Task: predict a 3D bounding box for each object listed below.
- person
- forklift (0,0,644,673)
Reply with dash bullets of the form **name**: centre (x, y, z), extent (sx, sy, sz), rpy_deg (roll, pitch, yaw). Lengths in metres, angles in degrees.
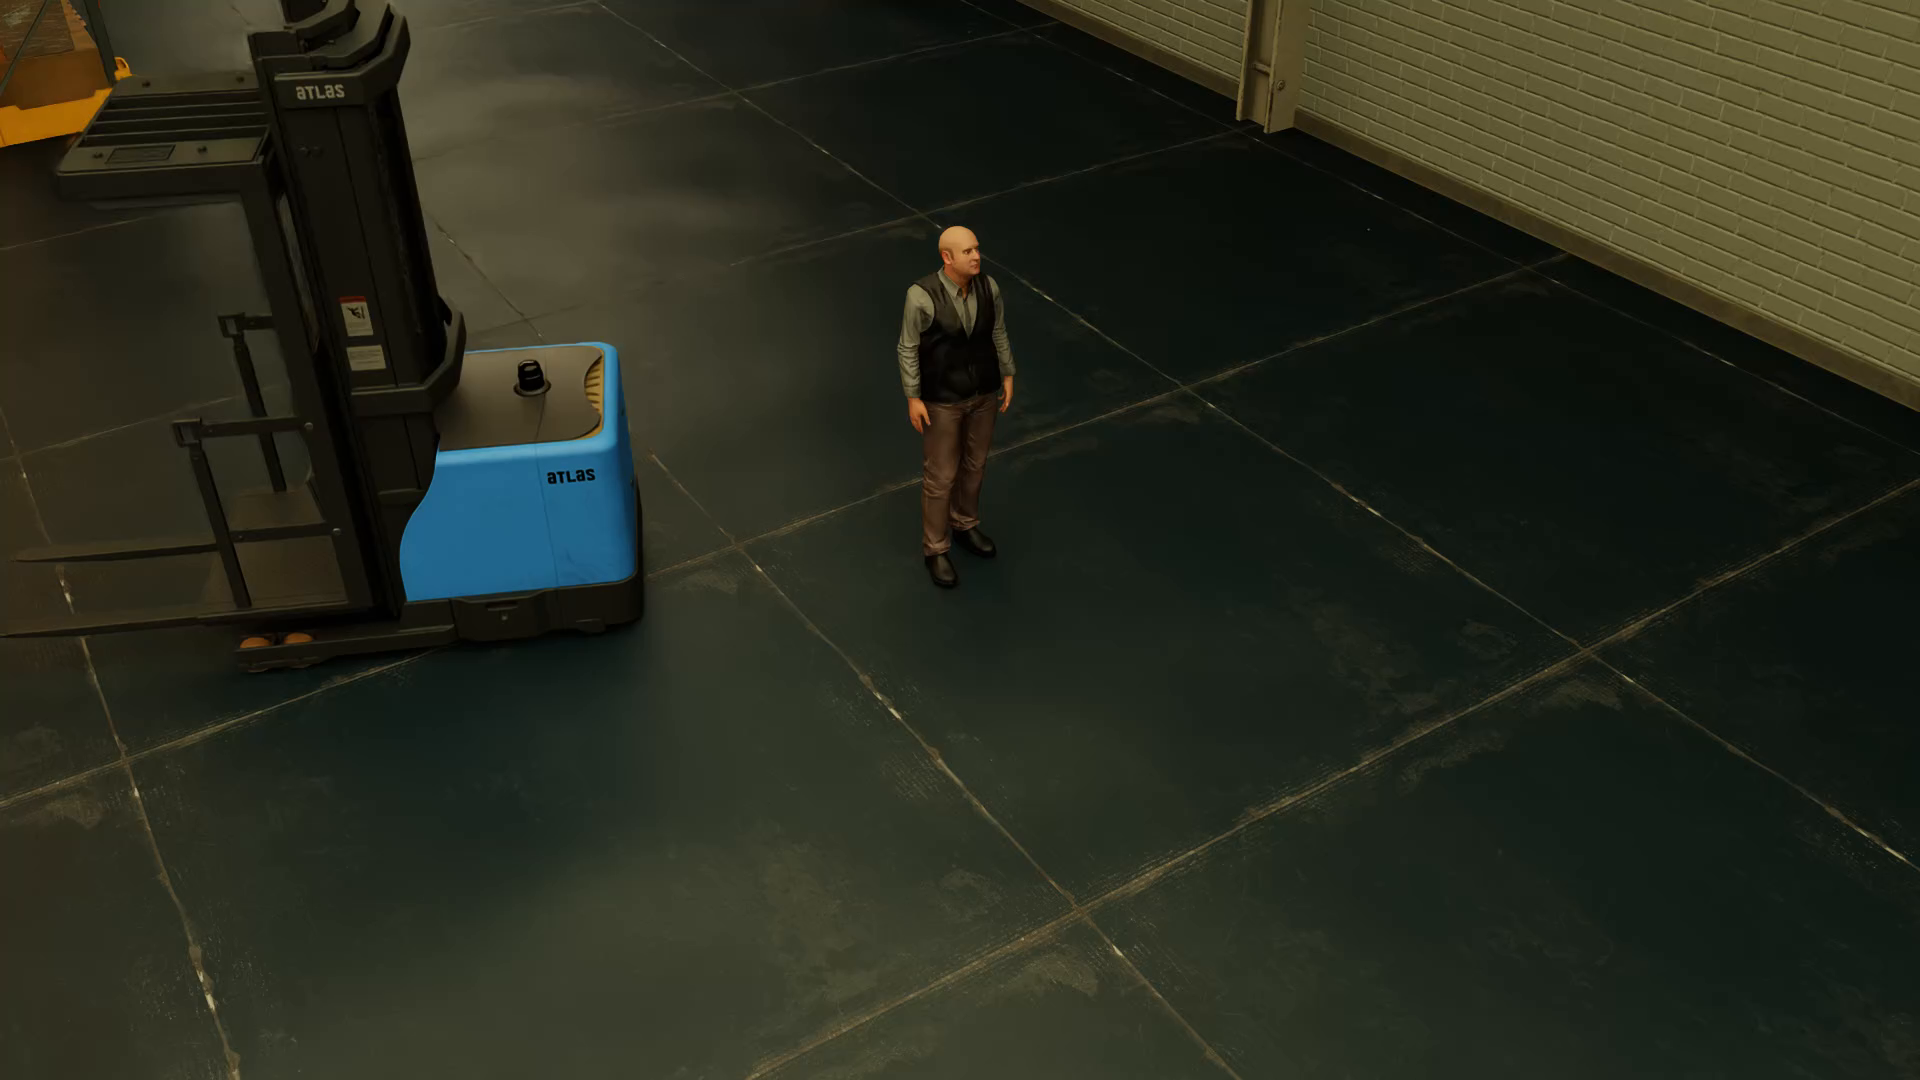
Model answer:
- **person**: centre (0.028, -0.677, 8.152), extent (0.633, 1.722, 0.566), rpy_deg (-21, 40, -27)
- **forklift**: centre (-3.105, -0.905, 7.435), extent (3.031, 2.935, 1.130), rpy_deg (-5, 35, -8)
